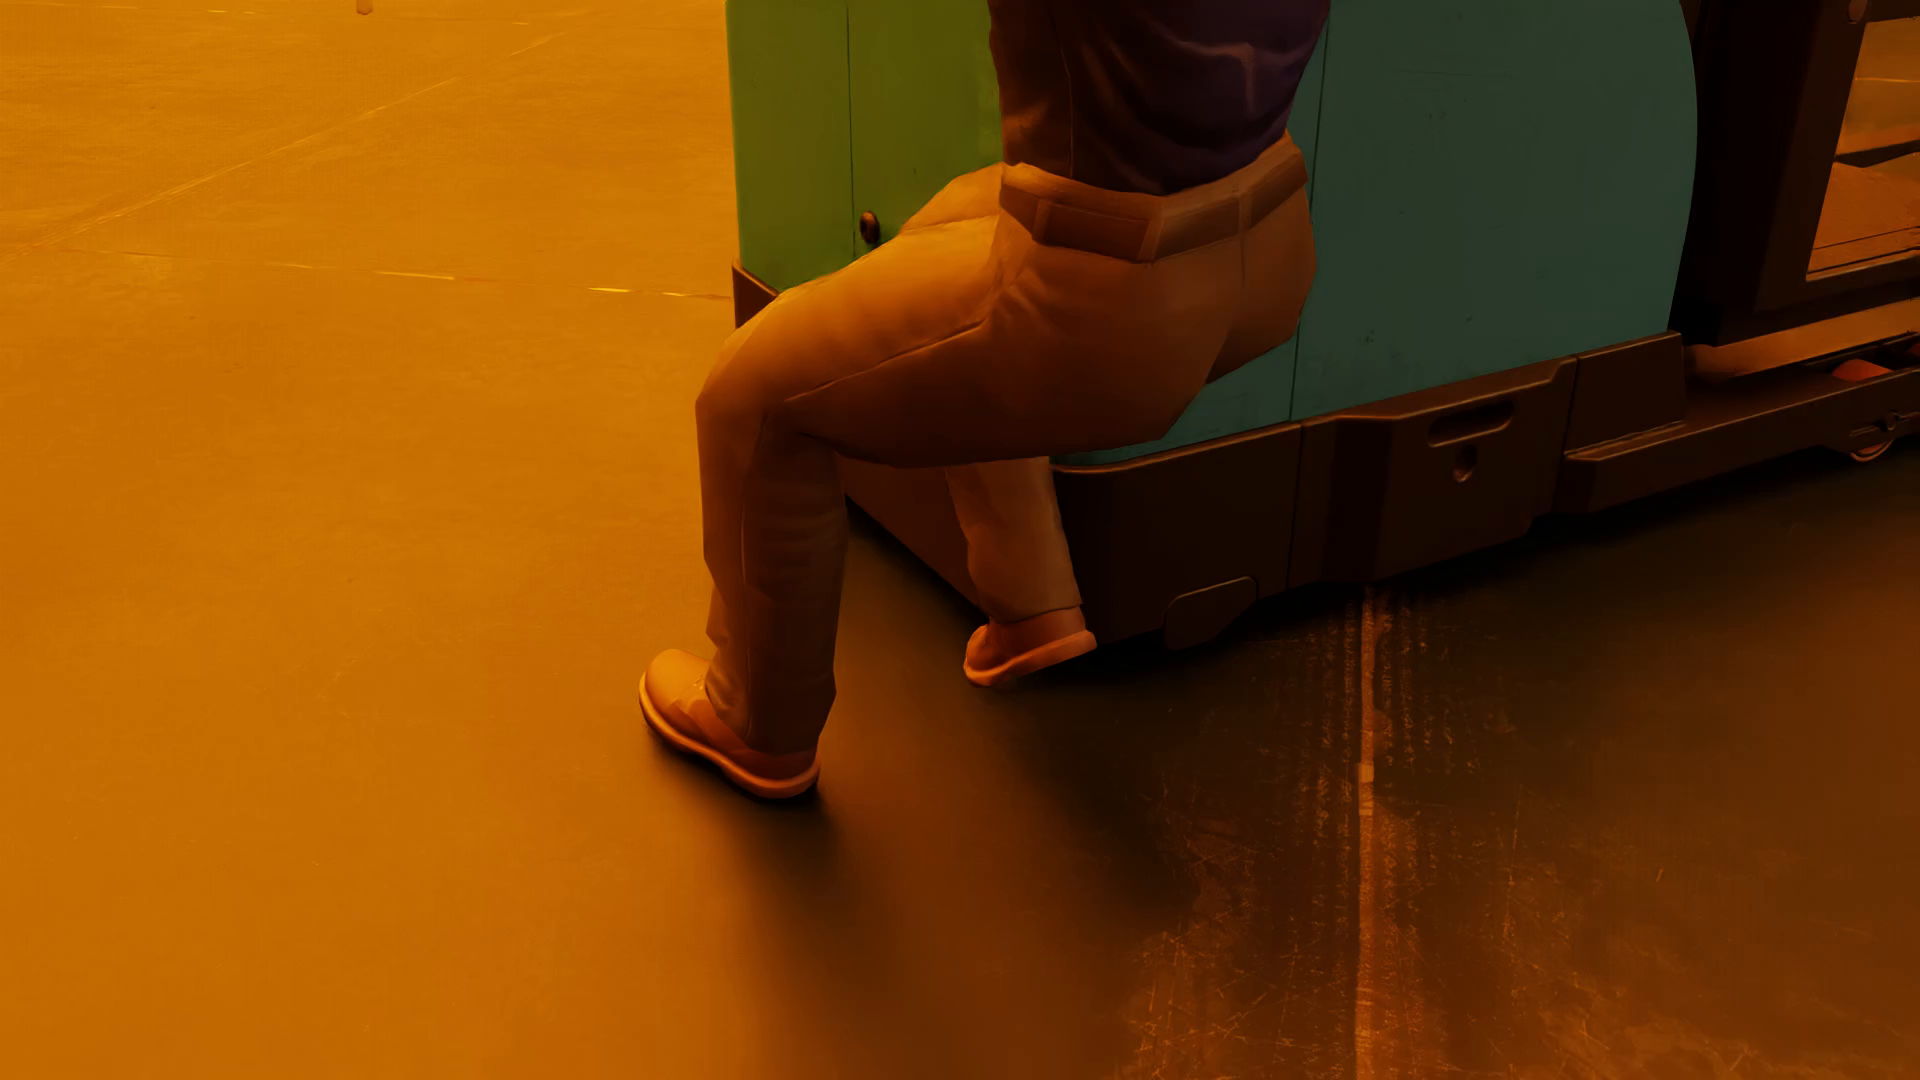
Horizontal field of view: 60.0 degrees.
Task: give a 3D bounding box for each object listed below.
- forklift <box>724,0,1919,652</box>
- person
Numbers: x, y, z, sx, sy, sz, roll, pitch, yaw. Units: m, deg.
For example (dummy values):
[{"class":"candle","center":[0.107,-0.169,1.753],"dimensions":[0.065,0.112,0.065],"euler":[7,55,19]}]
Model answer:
[{"class":"forklift","center":[1.168,-1.631,2.479],"dimensions":[3.031,2.935,1.130],"euler":[-14,30,-26]},{"class":"person","center":[-0.007,-0.368,1.627],"dimensions":[0.788,1.431,1.020],"euler":[21,34,36]}]
